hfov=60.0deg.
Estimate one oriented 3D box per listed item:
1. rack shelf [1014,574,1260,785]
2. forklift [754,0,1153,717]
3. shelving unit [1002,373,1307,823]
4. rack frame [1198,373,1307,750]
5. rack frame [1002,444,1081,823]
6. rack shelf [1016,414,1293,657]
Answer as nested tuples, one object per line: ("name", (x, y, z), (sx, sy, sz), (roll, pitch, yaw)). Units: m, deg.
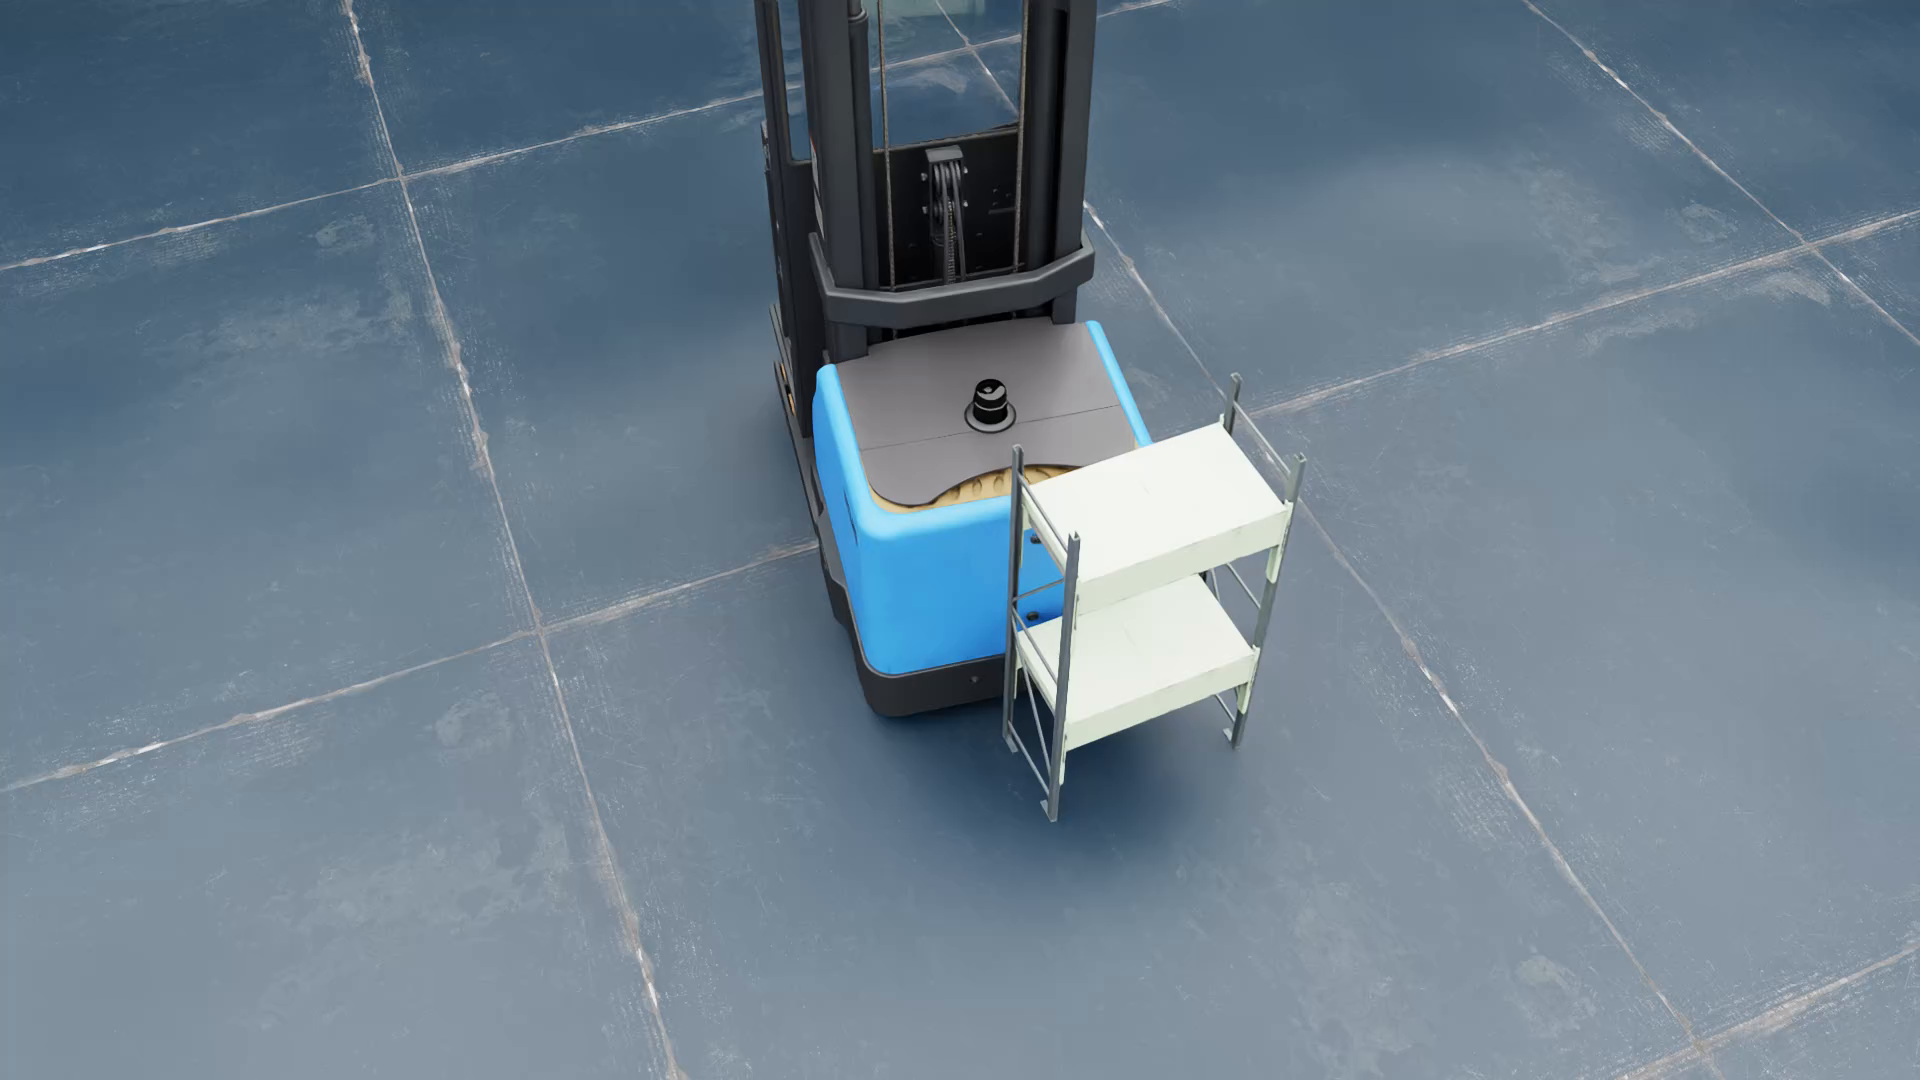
("rack shelf", (0.578, 0.447, 5.648), (0.720, 0.370, 0.431), (-19, 52, -15))
("forklift", (-0.165, -1.468, 5.920), (1.130, 2.935, 3.031), (-11, 50, -9))
("shelving unit", (0.578, 0.235, 5.400), (0.755, 1.500, 0.431), (-19, 52, -15))
("rack frame", (0.912, 0.121, 5.498), (0.023, 1.500, 0.400), (-19, 52, -15))
("rack frame", (0.244, 0.349, 5.302), (0.023, 1.500, 0.400), (-19, 52, -15))
("rack shelf", (0.578, -0.019, 5.104), (0.720, 0.370, 0.431), (-19, 52, -15))
